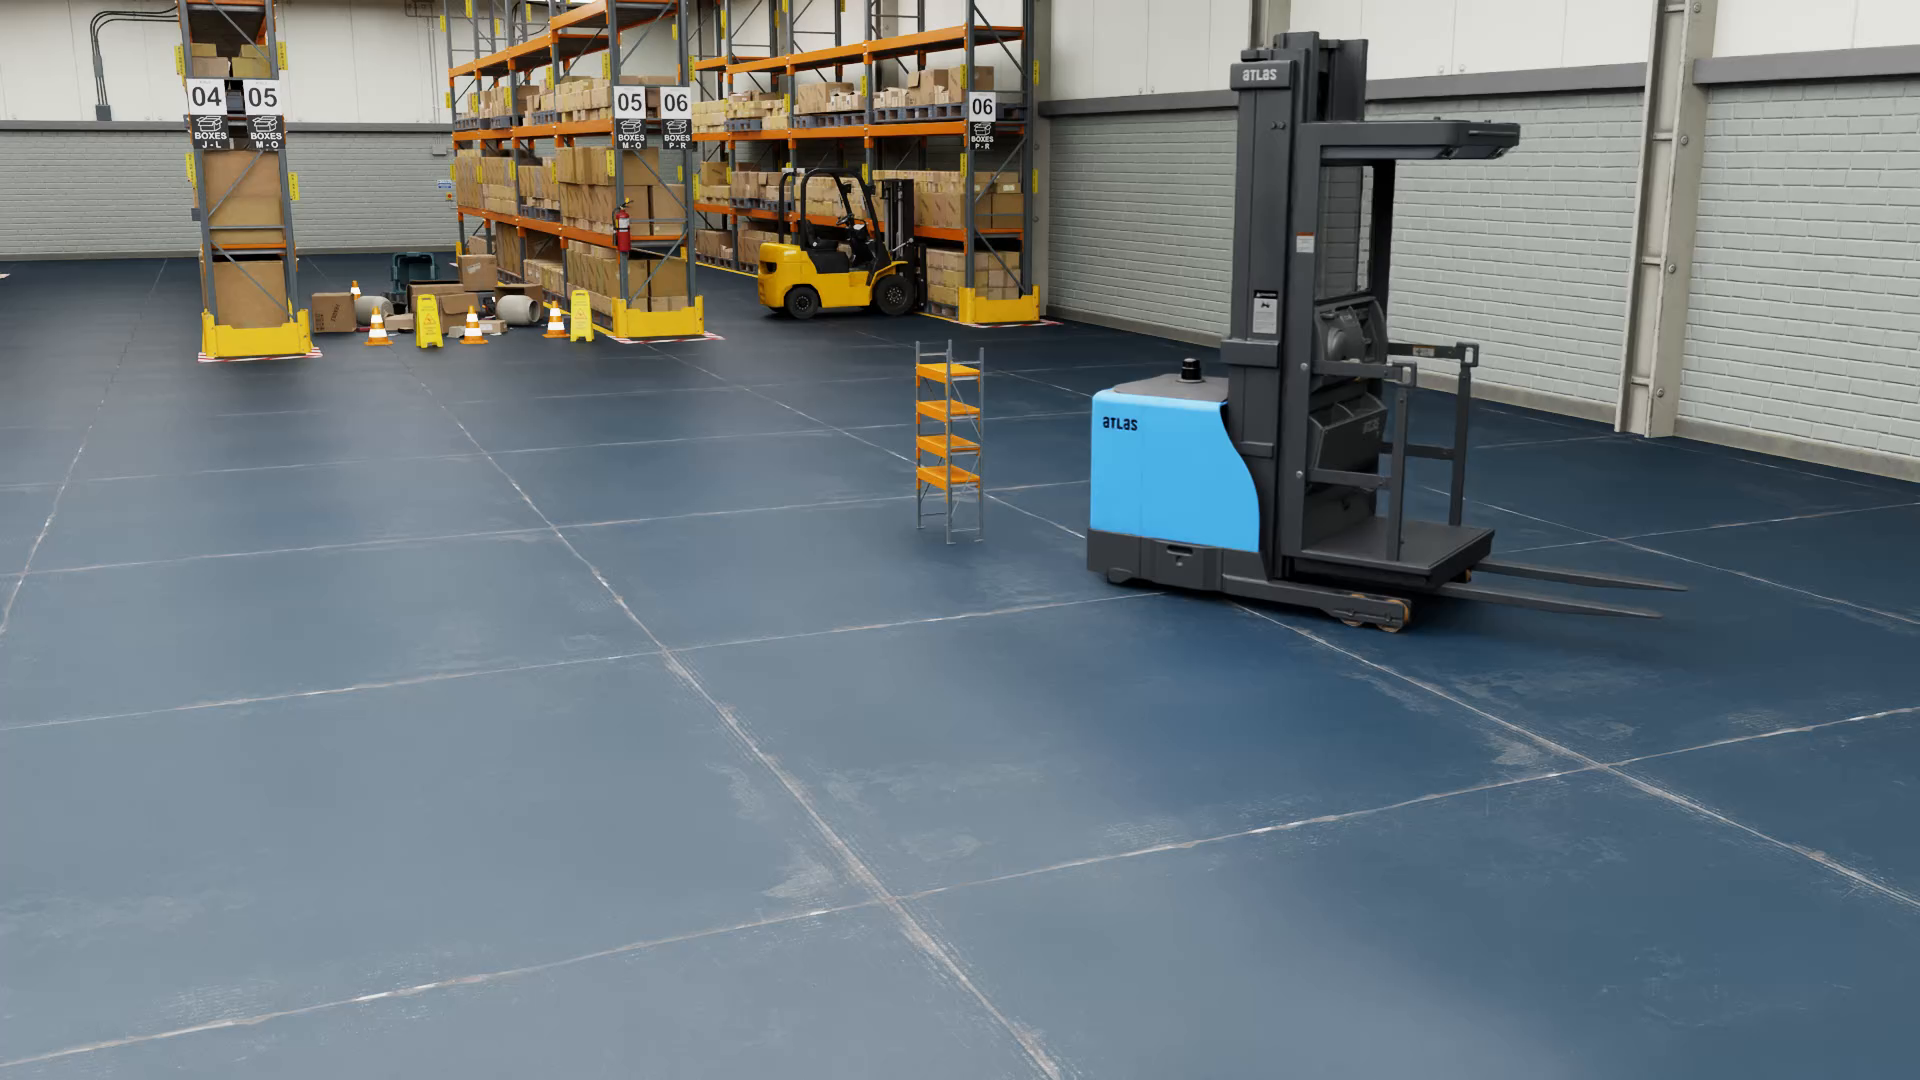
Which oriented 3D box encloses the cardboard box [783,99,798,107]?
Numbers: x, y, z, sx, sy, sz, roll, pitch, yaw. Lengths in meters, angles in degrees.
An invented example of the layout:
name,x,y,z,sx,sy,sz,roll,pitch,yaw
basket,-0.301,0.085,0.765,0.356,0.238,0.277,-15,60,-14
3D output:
name,x,y,z,sx,sy,sz,roll,pitch,yaw
cardboard box,-3.057,-8.063,30.690,0.380,0.149,0.250,-5,14,-21

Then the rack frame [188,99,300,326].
name,x,y,z,sx,sy,sz,roll,pitch,yaw
rack frame,-8.485,-3.721,19.795,1.000,3.000,0.127,-6,14,-23

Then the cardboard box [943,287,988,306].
name,x,y,z,sx,sy,sz,roll,pitch,yaw
cardboard box,0.079,-3.572,24.316,0.500,0.250,0.500,-6,14,-23

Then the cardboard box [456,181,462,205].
name,x,y,z,sx,sy,sz,roll,pitch,yaw
cardboard box,-10.470,-7.418,35.547,0.500,0.500,0.500,-6,14,-23

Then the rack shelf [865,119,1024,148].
name,x,y,z,sx,sy,sz,roll,pitch,yaw
rack shelf,-0.244,-6.162,25.285,1.077,0.370,4.000,-6,14,-23

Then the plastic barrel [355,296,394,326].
name,x,y,z,sx,sy,sz,roll,pitch,yaw
plastic barrel,-8.227,-3.196,23.242,0.512,0.421,0.421,4,14,16

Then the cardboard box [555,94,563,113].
name,x,y,z,sx,sy,sz,roll,pitch,yaw
cardboard box,-5.667,-6.433,24.533,0.500,0.250,0.500,-6,14,-24

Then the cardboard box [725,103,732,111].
name,x,y,z,sx,sy,sz,roll,pitch,yaw
cardboard box,-4.532,-8.753,33.629,0.380,0.149,0.250,-5,14,-21

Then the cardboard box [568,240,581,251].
name,x,y,z,sx,sy,sz,roll,pitch,yaw
cardboard box,-5.608,-4.384,24.725,0.380,0.149,0.250,-5,14,-22

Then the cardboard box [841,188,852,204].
name,x,y,z,sx,sy,sz,roll,pitch,yaw
cardboard box,-1.689,-5.819,28.083,0.500,0.250,0.500,-6,14,-24

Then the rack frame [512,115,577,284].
name,x,y,z,sx,sy,sz,roll,pitch,yaw
rack frame,-7.194,-5.842,28.958,1.000,3.000,0.127,-6,14,-23

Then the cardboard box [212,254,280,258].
name,x,y,z,sx,sy,sz,roll,pitch,yaw
cardboard box,-9.171,-3.206,21.351,0.875,0.875,0.875,-6,14,-24

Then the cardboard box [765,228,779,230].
name,x,y,z,sx,sy,sz,roll,pitch,yaw
cardboard box,-3.838,-6.370,34.414,0.380,0.149,0.250,-6,14,-25

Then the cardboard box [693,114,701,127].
name,x,y,z,sx,sy,sz,roll,pitch,yaw
cardboard box,-5.509,-9.150,36.275,0.500,0.250,0.500,-6,14,-25

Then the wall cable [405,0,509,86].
name,x,y,z,sx,sy,sz,roll,pitch,yaw
wall cable,-12.245,-11.634,40.682,2.355,3.000,0.029,-6,14,-23

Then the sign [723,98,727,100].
name,x,y,z,sx,sy,sz,roll,pitch,yaw
sign,-5.336,-9.882,37.800,0.100,0.325,0.005,-6,14,-23

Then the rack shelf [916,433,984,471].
name,x,y,z,sx,sy,sz,roll,pitch,yaw
rack shelf,-0.066,-0.553,10.398,0.258,0.148,0.480,-6,14,-23

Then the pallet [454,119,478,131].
name,x,y,z,sx,sy,sz,roll,pitch,yaw
pallet,-10.092,-8.760,35.113,1.003,0.211,1.213,-6,14,-23

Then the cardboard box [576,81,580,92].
name,x,y,z,sx,sy,sz,roll,pitch,yaw
cardboard box,-5.193,-6.384,23.438,0.380,0.149,0.250,-6,14,-24

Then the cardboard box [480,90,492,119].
name,x,y,z,sx,sy,sz,roll,pitch,yaw
cardboard box,-8.709,-8.175,31.232,0.500,0.500,0.500,-6,14,-24

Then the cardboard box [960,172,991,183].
name,x,y,z,sx,sy,sz,roll,pitch,yaw
cardboard box,0.220,-5.203,23.877,0.380,0.149,0.250,-6,14,-23

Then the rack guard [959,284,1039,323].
name,x,y,z,sx,sy,sz,roll,pitch,yaw
rack guard,0.567,-3.415,24.017,1.175,0.500,0.348,-6,14,-23

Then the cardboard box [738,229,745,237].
name,x,y,z,sx,sy,sz,roll,pitch,yaw
cardboard box,-4.350,-6.322,34.206,0.380,0.149,0.250,-5,14,-20

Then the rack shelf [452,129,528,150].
name,x,y,z,sx,sy,sz,roll,pitch,yaw
rack shelf,-9.598,-8.192,34.057,1.077,0.370,4.000,-6,14,-23

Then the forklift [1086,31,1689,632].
name,x,y,z,sx,sy,sz,roll,pitch,yaw
forklift,2.221,-1.100,8.621,3.031,2.935,1.130,9,16,33

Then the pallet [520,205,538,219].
name,x,y,z,sx,sy,sz,roll,pitch,yaw
pallet,-6.811,-5.611,28.385,1.213,0.211,1.003,-6,14,-23

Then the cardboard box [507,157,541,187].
name,x,y,z,sx,sy,sz,roll,pitch,yaw
cardboard box,-7.641,-6.461,29.193,0.500,0.500,0.500,-6,14,-24

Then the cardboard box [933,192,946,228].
name,x,y,z,sx,sy,sz,roll,pitch,yaw
cardboard box,-0.080,-4.873,24.549,0.500,0.500,0.500,-5,14,-21

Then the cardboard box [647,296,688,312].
name,x,y,z,sx,sy,sz,roll,pitch,yaw
cardboard box,-4.059,-3.246,22.907,0.500,0.250,0.500,-6,14,-23

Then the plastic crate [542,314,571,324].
name,x,y,z,sx,sy,sz,roll,pitch,yaw
plastic crate,-5.714,-3.194,23.995,0.402,0.080,0.583,-12,18,-42

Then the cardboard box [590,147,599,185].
name,x,y,z,sx,sy,sz,roll,pitch,yaw
cardboard box,-4.590,-5.061,22.485,0.700,0.500,0.500,-5,14,-22

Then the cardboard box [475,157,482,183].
name,x,y,z,sx,sy,sz,roll,pitch,yaw
cardboard box,-9.239,-7.277,32.718,0.500,0.500,0.500,-6,14,-23

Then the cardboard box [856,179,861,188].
name,x,y,z,sx,sy,sz,roll,pitch,yaw
cardboard box,-1.506,-5.931,27.685,0.380,0.149,0.250,-6,14,-24

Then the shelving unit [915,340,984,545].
name,x,y,z,sx,sy,sz,roll,pitch,yaw
shelving unit,-0.066,-0.619,10.382,0.258,1.200,0.503,-6,14,-23

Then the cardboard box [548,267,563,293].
name,x,y,z,sx,sy,sz,roll,pitch,yaw
cardboard box,-6.095,-4.196,26.744,0.950,0.372,0.625,-5,14,-19

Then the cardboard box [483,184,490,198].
name,x,y,z,sx,sy,sz,roll,pitch,yaw
cardboard box,-8.879,-6.722,31.986,0.500,0.250,0.500,-6,14,-25

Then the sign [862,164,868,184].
name,x,y,z,sx,sy,sz,roll,pitch,yaw
sign,-1.539,-5.939,26.986,0.100,0.325,0.005,-6,14,-23

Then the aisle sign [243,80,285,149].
name,x,y,z,sx,sy,sz,roll,pitch,yaw
aisle sign,-8.181,-5.000,19.555,0.394,0.787,0.004,-6,14,-23

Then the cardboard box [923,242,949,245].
name,x,y,z,sx,sy,sz,roll,pitch,yaw
cardboard box,-0.454,-4.629,26.667,0.500,0.250,0.500,-6,14,-24

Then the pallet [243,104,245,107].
name,x,y,z,sx,sy,sz,roll,pitch,yaw
pallet,-9.769,-5.795,22.303,1.003,0.211,1.213,-6,14,-23

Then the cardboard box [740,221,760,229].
name,x,y,z,sx,sy,sz,roll,pitch,yaw
cardboard box,-4.295,-6.472,34.196,0.380,0.149,0.250,-6,14,-24

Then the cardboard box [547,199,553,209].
name,x,y,z,sx,sy,sz,roll,pitch,yaw
cardboard box,-6.277,-5.285,26.178,0.380,0.149,0.250,-6,14,-24

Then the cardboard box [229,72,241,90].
name,x,y,z,sx,sy,sz,roll,pitch,yaw
cardboard box,-9.655,-6.255,22.613,0.500,0.250,0.500,-6,14,-24

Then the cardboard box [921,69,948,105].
name,x,y,z,sx,sy,sz,roll,pitch,yaw
cardboard box,-0.162,-6.691,24.602,0.700,0.500,0.500,-6,14,-23

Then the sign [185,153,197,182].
name,x,y,z,sx,sy,sz,roll,pitch,yaw
sign,-8.987,-4.354,19.438,0.100,0.325,0.005,-6,14,-23

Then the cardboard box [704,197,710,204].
name,x,y,z,sx,sy,sz,roll,pitch,yaw
cardboard box,-5.377,-7.405,36.271,0.380,0.149,0.250,-5,14,-22

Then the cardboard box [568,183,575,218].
name,x,y,z,sx,sy,sz,roll,pitch,yaw
cardboard box,-5.449,-4.991,24.402,0.500,0.500,0.500,-6,14,-23

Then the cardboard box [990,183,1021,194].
name,x,y,z,sx,sy,sz,roll,pitch,yaw
cardboard box,0.659,-5.096,24.077,0.380,0.149,0.250,-6,14,-24

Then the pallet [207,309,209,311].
name,x,y,z,sx,sy,sz,roll,pitch,yaw
pallet,-10.465,-3.341,24.339,1.003,0.211,1.213,-6,14,-23

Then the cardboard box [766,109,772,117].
name,x,y,z,sx,sy,sz,roll,pitch,yaw
cardboard box,-3.502,-8.193,31.913,0.380,0.149,0.250,-5,14,-21

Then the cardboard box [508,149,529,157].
name,x,y,z,sx,sy,sz,roll,pitch,yaw
cardboard box,-8.685,-7.609,32.714,0.380,0.149,0.250,-6,14,-24

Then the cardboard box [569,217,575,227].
name,x,y,z,sx,sy,sz,roll,pitch,yaw
cardboard box,-5.611,-4.751,24.804,0.380,0.149,0.250,-5,14,-21

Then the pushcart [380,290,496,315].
name,x,y,z,sx,sy,sz,roll,pitch,yaw
pushcart,-7.661,-3.522,24.748,1.648,0.377,0.936,-12,18,-42
